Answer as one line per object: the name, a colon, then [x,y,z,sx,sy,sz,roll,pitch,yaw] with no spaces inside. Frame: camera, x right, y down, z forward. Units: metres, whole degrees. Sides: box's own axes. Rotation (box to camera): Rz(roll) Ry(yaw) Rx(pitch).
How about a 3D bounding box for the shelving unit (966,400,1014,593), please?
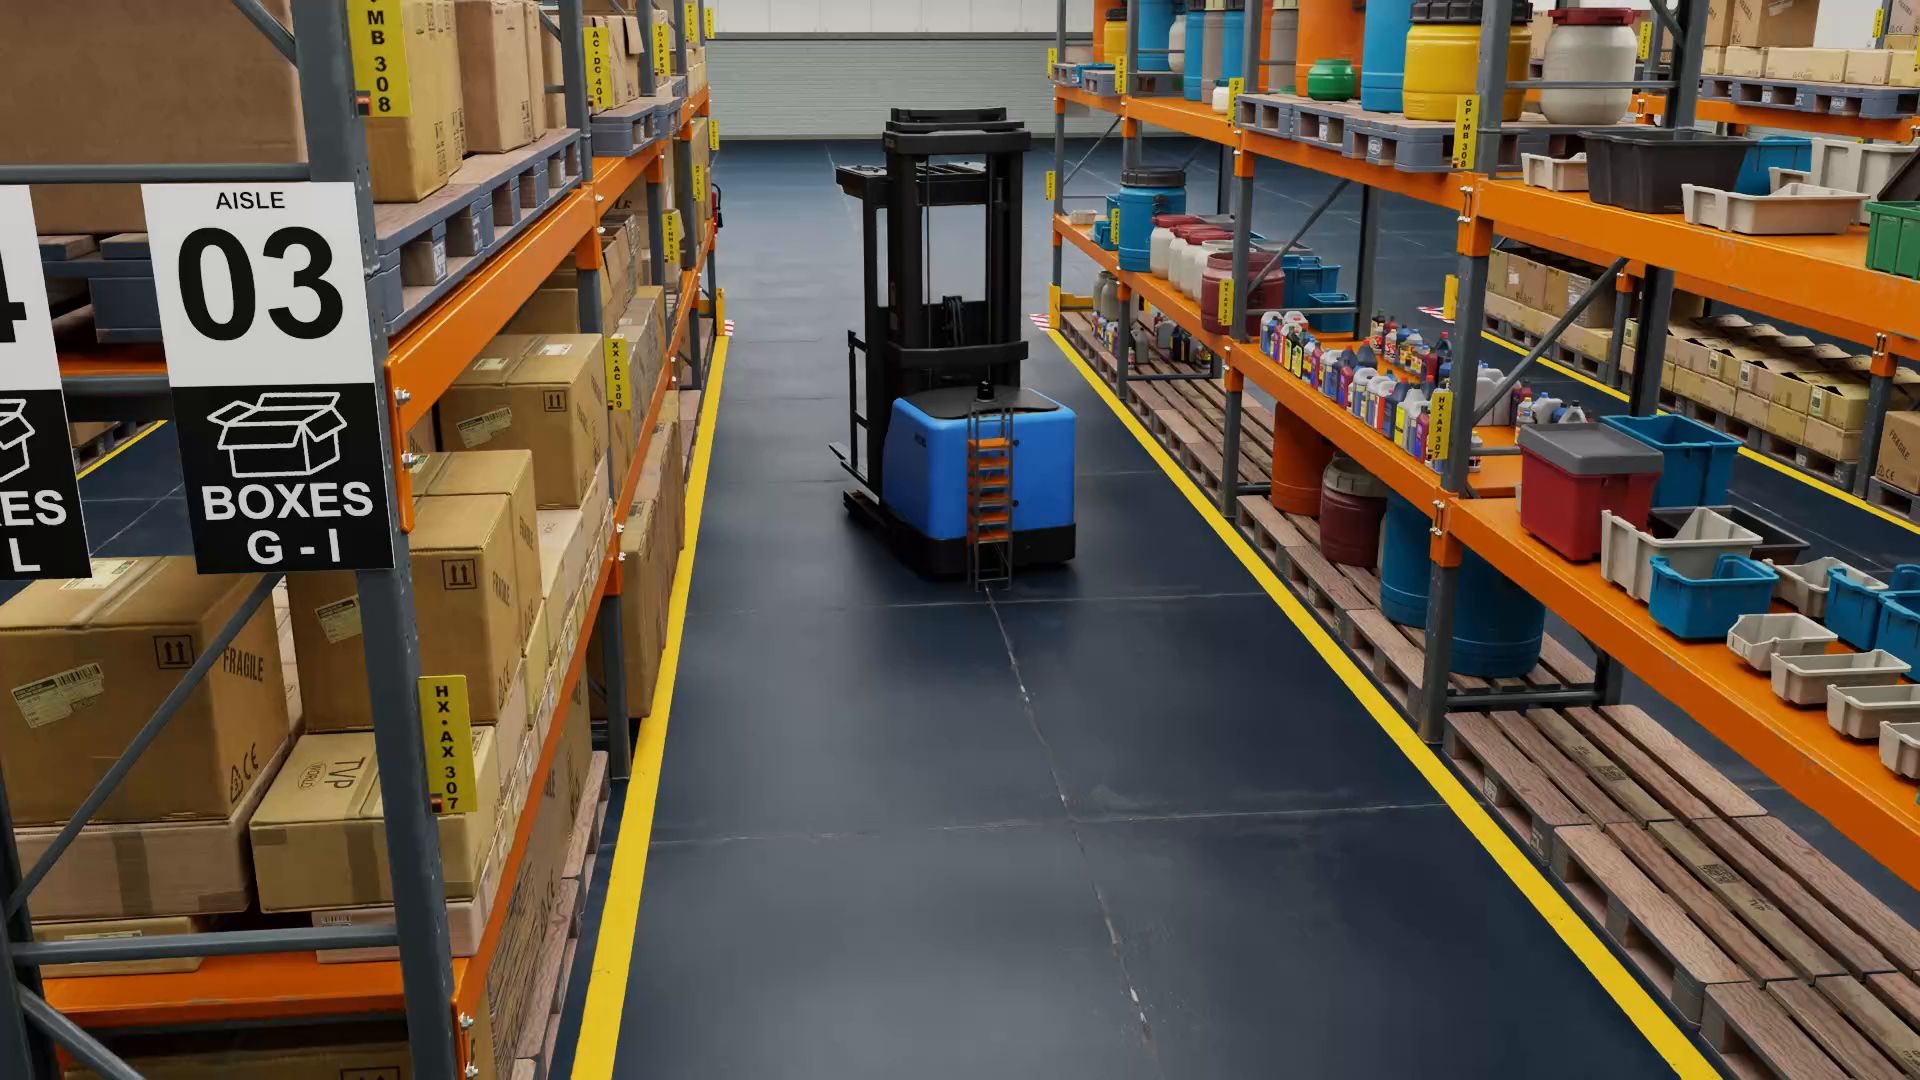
shelving unit: [0.189,-0.270,10.535,0.258,1.200,0.189,-5,18,-14]

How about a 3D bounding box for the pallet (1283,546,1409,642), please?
pallet: [2.670,0.307,10.345,1.003,0.211,1.213,-2,18,-6]

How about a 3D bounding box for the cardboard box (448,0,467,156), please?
cardboard box: [-1.985,-1.450,5.244,0.700,0.500,0.500,-1,17,-3]

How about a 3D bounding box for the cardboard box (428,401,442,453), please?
cardboard box: [-2.251,-0.405,6.461,0.500,0.500,0.500,-2,18,-6]

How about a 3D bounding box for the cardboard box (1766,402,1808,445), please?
cardboard box: [6.998,-0.962,13.624,0.500,0.250,0.500,-2,18,-6]

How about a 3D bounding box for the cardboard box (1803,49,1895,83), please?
cardboard box: [7.129,-3.791,13.286,0.500,0.250,0.500,-2,18,-7]

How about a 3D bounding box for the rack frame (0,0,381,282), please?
rack frame: [-1.677,-1.945,2.849,1.000,3.000,0.127,-2,18,-6]

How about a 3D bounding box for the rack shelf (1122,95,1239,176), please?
rack shelf: [2.218,-3.303,13.383,1.077,0.370,4.000,-2,18,-6]

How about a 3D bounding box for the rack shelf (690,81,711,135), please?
rack shelf: [-3.121,-4.342,16.692,1.077,0.370,4.000,-2,18,-6]

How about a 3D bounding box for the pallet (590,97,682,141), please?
pallet: [-2.383,-2.617,10.313,1.213,0.211,1.003,-1,17,-3]

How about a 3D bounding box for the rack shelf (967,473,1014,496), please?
rack shelf: [0.189,-0.342,10.512,0.258,0.103,0.180,-5,18,-14]

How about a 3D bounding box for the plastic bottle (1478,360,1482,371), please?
plastic bottle: [3.054,-0.925,9.831,0.097,0.271,0.097,0,17,0]

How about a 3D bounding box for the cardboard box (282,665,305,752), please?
cardboard box: [-2.042,0.560,4.641,0.500,0.250,0.500,-2,18,-7]

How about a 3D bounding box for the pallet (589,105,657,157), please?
pallet: [-2.264,-2.284,9.252,1.003,0.211,1.213,-1,17,-3]

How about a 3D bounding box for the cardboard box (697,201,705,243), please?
cardboard box: [-2.916,-3.134,15.987,0.875,0.500,0.500,-2,18,-6]

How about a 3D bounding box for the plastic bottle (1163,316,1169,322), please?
plastic bottle: [2.238,-2.262,17.688,0.152,0.276,0.135,-2,18,-7]

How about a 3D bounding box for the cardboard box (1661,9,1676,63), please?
cardboard box: [7.150,-4.867,16.063,0.500,0.500,0.500,0,17,-1]

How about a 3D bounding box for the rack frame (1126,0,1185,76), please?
rack frame: [2.012,-5.673,14.724,1.000,3.000,0.127,-2,18,-6]

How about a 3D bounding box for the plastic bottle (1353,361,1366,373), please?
plastic bottle: [2.355,-0.917,9.805,0.097,0.271,0.097,0,17,0]

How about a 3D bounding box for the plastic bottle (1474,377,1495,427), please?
plastic bottle: [2.922,-0.789,9.390,0.152,0.276,0.135,-2,18,-6]

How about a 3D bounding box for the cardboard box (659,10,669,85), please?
cardboard box: [-2.343,-3.483,11.753,0.500,0.500,0.500,-2,18,-5]

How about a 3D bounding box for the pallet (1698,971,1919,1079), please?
pallet: [3.203,1.848,5.439,1.003,0.211,1.213,-2,18,-6]

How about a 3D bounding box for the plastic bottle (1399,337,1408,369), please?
plastic bottle: [2.938,-1.226,10.907,0.097,0.201,0.097,0,17,0]

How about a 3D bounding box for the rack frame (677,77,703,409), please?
rack frame: [-2.914,-2.658,15.136,1.000,3.000,0.127,-2,18,-6]

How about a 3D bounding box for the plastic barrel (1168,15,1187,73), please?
plastic barrel: [2.163,-4.630,15.522,0.421,0.512,0.421,0,17,0]

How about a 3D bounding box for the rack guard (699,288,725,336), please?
rack guard: [-3.319,-2.634,19.234,1.175,0.500,0.348,-2,18,-6]

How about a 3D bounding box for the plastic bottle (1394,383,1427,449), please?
plastic bottle: [2.417,-0.668,8.878,0.144,0.351,0.185,-2,18,-6]

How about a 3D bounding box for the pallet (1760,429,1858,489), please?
pallet: [7.306,-0.687,13.514,1.003,0.211,1.213,-2,18,-6]

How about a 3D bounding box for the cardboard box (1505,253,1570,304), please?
cardboard box: [6.479,-2.937,18.661,0.500,0.500,0.500,-2,18,-6]

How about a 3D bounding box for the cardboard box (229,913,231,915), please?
cardboard box: [-2.069,0.864,4.337,0.380,0.149,0.250,-2,18,-5]

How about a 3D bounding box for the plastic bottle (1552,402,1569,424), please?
plastic bottle: [3.170,-0.591,8.767,0.097,0.271,0.097,0,17,0]

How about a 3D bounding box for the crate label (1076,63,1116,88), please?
crate label: [1.464,-4.795,17.183,0.502,0.251,0.408,-2,18,-6]

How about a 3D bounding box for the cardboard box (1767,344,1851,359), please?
cardboard box: [7.424,-1.554,14.571,0.500,0.311,0.500,-2,18,-6]

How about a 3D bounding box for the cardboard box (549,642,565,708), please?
cardboard box: [-1.545,0.463,5.614,0.380,0.149,0.250,-2,18,-7]

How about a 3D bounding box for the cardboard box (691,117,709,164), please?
cardboard box: [-3.024,-4.360,18.225,0.500,0.500,0.500,-2,18,-6]

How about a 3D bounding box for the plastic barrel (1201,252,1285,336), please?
plastic barrel: [2.075,-1.813,12.217,0.600,0.536,0.708,-2,18,-6]

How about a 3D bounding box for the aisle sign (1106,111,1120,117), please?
aisle sign: [1.888,-5.274,19.127,0.394,0.787,0.004,-2,18,-6]

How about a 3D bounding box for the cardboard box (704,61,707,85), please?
cardboard box: [-3.025,-5.073,18.072,0.500,0.250,0.500,-1,17,-4]

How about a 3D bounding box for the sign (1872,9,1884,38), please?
sign: [10.914,-6.140,19.760,0.100,0.325,0.005,-2,18,-6]

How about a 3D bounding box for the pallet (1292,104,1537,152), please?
pallet: [2.539,-2.337,9.420,1.003,0.211,1.213,-2,18,-6]

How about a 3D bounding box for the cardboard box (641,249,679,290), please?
cardboard box: [-2.446,-2.101,12.912,0.500,0.250,0.500,-2,18,-7]

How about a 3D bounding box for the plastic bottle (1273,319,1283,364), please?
plastic bottle: [2.136,-1.325,11.086,0.061,0.283,0.133,-2,18,-6]

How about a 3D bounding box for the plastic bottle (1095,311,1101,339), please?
plastic bottle: [1.482,-2.299,17.792,0.061,0.283,0.133,-1,17,-5]

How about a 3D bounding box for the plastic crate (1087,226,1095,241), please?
plastic crate: [1.593,-3.161,17.178,0.530,0.136,0.437,-2,18,-6]

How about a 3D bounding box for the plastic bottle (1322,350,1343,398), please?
plastic bottle: [2.291,-1.008,10.087,0.152,0.276,0.135,-2,18,-6]

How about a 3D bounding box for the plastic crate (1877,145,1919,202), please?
plastic crate: [3.366,-1.101,5.272,0.504,0.338,0.767,-2,18,-6]

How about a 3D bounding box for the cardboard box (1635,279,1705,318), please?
cardboard box: [7.203,-2.357,16.814,0.500,0.500,0.500,-2,18,-6]

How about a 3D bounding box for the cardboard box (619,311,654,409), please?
cardboard box: [-2.102,-1.071,9.914,0.500,0.500,0.500,-2,18,-7]

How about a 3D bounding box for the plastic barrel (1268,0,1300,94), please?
plastic barrel: [2.556,-3.541,12.103,0.600,0.901,0.600,0,17,0]

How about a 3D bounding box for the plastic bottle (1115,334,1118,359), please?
plastic bottle: [1.639,-1.997,16.719,0.144,0.351,0.185,-3,18,-8]

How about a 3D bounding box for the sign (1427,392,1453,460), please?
sign: [2.290,-0.543,7.937,0.100,0.325,0.005,-2,18,-6]

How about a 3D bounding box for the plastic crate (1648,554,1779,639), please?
plastic crate: [2.783,0.212,6.175,0.416,0.233,0.300,-2,18,-6]

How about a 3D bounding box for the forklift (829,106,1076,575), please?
forklift: [-0.218,-1.575,11.802,1.130,2.935,3.031,-6,19,-19]

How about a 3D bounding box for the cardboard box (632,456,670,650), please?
cardboard box: [-2.268,0.083,9.252,1.225,0.875,0.875,-2,18,-8]

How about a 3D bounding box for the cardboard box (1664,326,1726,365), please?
cardboard box: [6.781,-1.839,15.479,0.500,0.311,0.500,-2,18,-6]

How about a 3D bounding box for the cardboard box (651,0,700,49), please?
cardboard box: [-2.915,-5.255,16.902,0.500,0.500,0.500,-2,18,-6]
